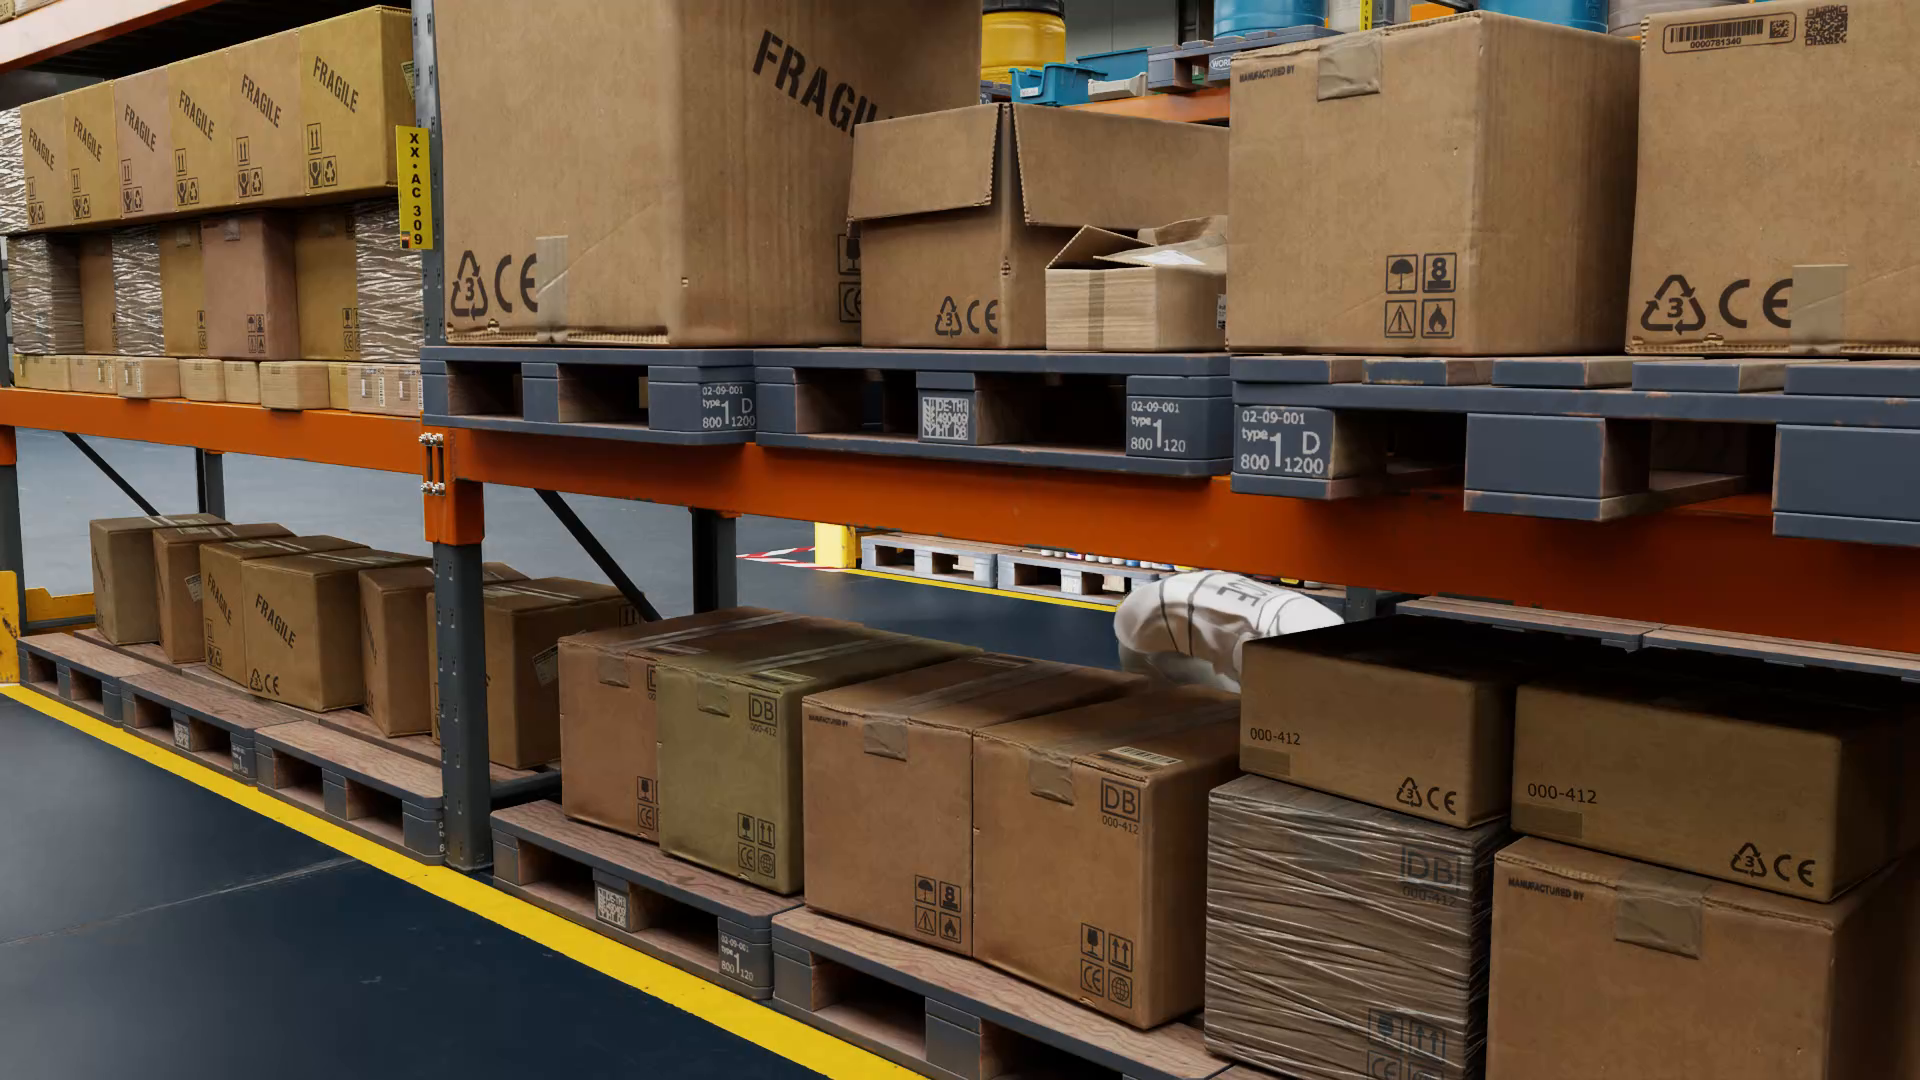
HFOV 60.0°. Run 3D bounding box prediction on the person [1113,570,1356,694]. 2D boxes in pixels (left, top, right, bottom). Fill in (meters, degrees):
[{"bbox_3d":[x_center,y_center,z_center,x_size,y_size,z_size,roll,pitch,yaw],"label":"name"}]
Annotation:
[{"bbox_3d":[0.918,0.525,5.021,0.942,0.834,0.513,6,10,41],"label":"person"}]
